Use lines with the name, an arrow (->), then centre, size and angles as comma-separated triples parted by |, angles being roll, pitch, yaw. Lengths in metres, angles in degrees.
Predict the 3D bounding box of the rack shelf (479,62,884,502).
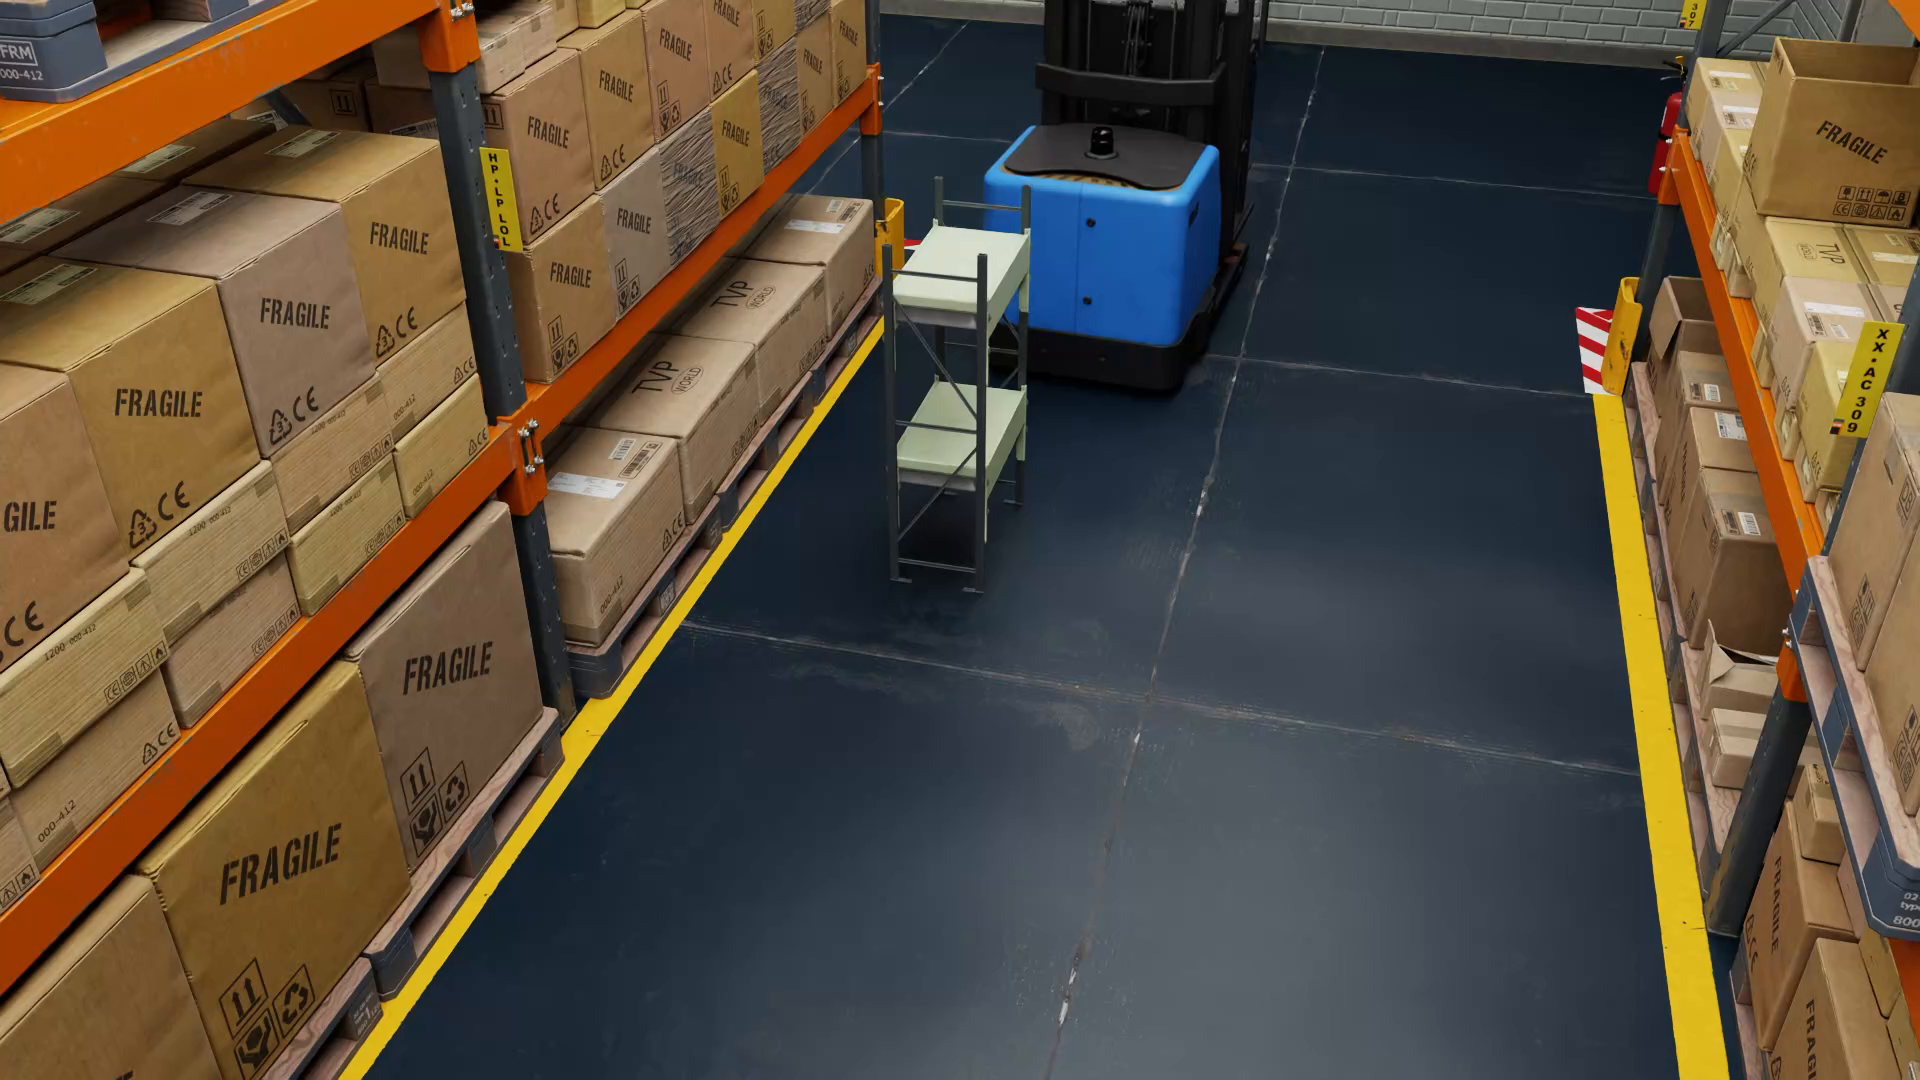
rack shelf -> -1.423, -1.385, 7.303 | 1.077, 0.370, 4.000 | 8, 33, 12

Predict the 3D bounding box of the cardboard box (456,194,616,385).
cardboard box -> -1.559, -0.901, 5.778 | 0.500, 0.500, 0.500 | 9, 34, 14

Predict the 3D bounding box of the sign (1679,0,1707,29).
sign -> 3.361, -2.492, 7.567 | 0.100, 0.325, 0.005 | 8, 33, 12

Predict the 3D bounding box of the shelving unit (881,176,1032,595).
shelving unit -> -0.002, -0.629, 6.842 | 0.431, 1.500, 0.755 | 8, 33, 12

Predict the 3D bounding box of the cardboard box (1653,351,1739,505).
cardboard box -> 3.385, -0.432, 7.072 | 0.700, 0.500, 0.500 | 9, 34, 14

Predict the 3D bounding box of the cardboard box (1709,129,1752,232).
cardboard box -> 3.257, -1.391, 6.505 | 0.500, 0.250, 0.500 | 7, 33, 11

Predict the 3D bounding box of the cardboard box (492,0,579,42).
cardboard box -> -1.526, -1.791, 5.641 | 0.380, 0.149, 0.250 | 8, 33, 12

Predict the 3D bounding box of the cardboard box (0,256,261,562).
cardboard box -> -2.073, -0.319, 3.931 | 0.500, 0.500, 0.500 | 9, 34, 14

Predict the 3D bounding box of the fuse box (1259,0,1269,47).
fuse box -> 2.487, -4.750, 13.127 | 0.539, 1.711, 0.414 | 8, 33, 12

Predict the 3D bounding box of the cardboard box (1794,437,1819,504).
cardboard box -> 2.753, -0.209, 5.017 | 0.380, 0.149, 0.250 | 9, 34, 14

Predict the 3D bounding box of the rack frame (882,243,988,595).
rack frame -> -0.095, -0.440, 6.543 | 0.400, 1.500, 0.023 | 8, 33, 12

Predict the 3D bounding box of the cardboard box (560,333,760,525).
cardboard box -> -1.441, -0.523, 7.273 | 0.875, 0.438, 0.875 | 7, 33, 11

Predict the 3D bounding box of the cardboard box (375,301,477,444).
cardboard box -> -1.808, -0.537, 4.972 | 0.500, 0.250, 0.500 | 8, 33, 12

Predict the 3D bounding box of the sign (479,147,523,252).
sign -> -1.404, -1.037, 5.080 | 0.100, 0.325, 0.005 | 8, 33, 12

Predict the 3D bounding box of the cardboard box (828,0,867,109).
cardboard box -> -0.782, -2.482, 8.266 | 0.500, 0.500, 0.500 | 8, 33, 13

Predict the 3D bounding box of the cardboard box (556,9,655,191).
cardboard box -> -1.442, -1.590, 5.930 | 0.500, 0.500, 0.500 | 8, 33, 12

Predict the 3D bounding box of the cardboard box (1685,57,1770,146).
cardboard box -> 3.511, -1.916, 7.331 | 0.500, 0.250, 0.500 | 8, 33, 13

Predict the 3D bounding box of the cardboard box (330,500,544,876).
cardboard box -> -2.011, 0.401, 5.412 | 0.875, 0.875, 0.875 | 9, 34, 14

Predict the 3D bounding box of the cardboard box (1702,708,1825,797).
cardboard box -> 2.728, 0.720, 5.588 | 0.380, 0.149, 0.250 | 7, 33, 11

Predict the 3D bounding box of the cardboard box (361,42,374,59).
cardboard box -> -1.989, -1.714, 5.520 | 0.380, 0.149, 0.250 | 9, 33, 14

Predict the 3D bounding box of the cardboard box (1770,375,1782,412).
cardboard box -> 2.888, -0.479, 5.442 | 0.380, 0.149, 0.250 | 9, 34, 14

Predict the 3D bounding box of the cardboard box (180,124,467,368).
cardboard box -> -1.801, -0.849, 4.764 | 0.500, 0.500, 0.500 | 9, 34, 14

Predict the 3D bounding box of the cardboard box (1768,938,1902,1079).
cardboard box -> 2.405, 1.399, 4.192 | 0.500, 0.500, 0.500 | 8, 33, 12

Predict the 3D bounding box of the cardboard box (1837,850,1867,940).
cardboard box -> 2.527, 0.931, 4.323 | 0.380, 0.149, 0.250 | 7, 33, 11

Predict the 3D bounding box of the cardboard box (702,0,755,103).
cardboard box -> -1.170, -2.116, 6.757 | 0.500, 0.500, 0.500 | 8, 33, 12

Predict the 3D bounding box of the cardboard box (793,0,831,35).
cardboard box -> -0.912, -2.633, 7.570 | 0.500, 0.500, 0.500 | 8, 33, 13

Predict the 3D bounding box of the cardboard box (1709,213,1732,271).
cardboard box -> 3.162, -1.152, 6.500 | 0.380, 0.149, 0.250 | 7, 33, 11

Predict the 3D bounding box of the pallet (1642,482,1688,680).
pallet -> 3.354, 0.209, 6.725 | 1.003, 0.211, 1.213 | 8, 33, 12

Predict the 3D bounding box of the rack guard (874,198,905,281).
rack guard -> -0.910, -1.684, 9.433 | 1.175, 0.500, 0.348 | 8, 33, 12

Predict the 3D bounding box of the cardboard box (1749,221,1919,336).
cardboard box -> 3.017, -0.856, 5.662 | 0.500, 0.250, 0.500 | 8, 33, 12

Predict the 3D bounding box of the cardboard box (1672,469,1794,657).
cardboard box -> 3.121, 0.107, 6.225 | 0.700, 0.500, 0.500 | 7, 33, 11

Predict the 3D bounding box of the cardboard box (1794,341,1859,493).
cardboard box -> 2.764, -0.337, 4.846 | 0.500, 0.250, 0.500 | 9, 33, 14

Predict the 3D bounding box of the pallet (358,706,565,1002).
pallet -> -2.054, 0.937, 5.580 | 1.003, 0.211, 1.213 | 8, 33, 12

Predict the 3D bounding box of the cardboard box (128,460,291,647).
cardboard box -> -2.053, -0.007, 4.138 | 0.500, 0.250, 0.500 | 9, 33, 14

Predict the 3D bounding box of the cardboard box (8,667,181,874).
cardboard box -> -2.205, 0.472, 3.852 | 0.500, 0.250, 0.500 | 8, 33, 12

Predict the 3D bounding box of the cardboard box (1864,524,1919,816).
cardboard box -> 2.401, 0.293, 3.509 | 0.700, 0.500, 0.500 | 8, 33, 13

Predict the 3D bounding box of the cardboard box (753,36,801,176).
cardboard box -> -1.045, -1.956, 7.437 | 0.500, 0.500, 0.500 | 9, 34, 14

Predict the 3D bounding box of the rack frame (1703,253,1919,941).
rack frame -> 2.871, 0.023, 4.418 | 1.000, 3.000, 0.127 | 8, 33, 12

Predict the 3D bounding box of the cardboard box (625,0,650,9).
cardboard box -> -1.308, -2.045, 6.041 | 0.380, 0.149, 0.250 | 7, 33, 11

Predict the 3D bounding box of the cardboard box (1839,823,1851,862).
cardboard box -> 2.503, 0.793, 4.264 | 0.380, 0.149, 0.250 | 6, 33, 10

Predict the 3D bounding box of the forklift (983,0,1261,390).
forklift -> 1.053, -2.767, 8.871 | 1.130, 2.935, 3.031 | 10, 34, 16

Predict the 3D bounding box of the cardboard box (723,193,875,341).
cardboard box -> -0.987, -1.466, 8.757 | 0.875, 0.438, 0.875 | 7, 33, 11

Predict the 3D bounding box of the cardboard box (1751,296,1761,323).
cardboard box -> 3.117, -0.869, 6.055 | 0.380, 0.149, 0.250 | 8, 33, 12

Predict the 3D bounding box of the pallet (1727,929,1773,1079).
pallet -> 2.701, 1.627, 4.494 | 1.003, 0.211, 1.213 | 8, 33, 12

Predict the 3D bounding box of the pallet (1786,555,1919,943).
pallet -> 2.563, 0.504, 3.840 | 1.003, 0.211, 1.213 | 8, 33, 12

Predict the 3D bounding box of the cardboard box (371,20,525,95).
cardboard box -> -1.600, -1.517, 5.211 | 0.380, 0.149, 0.250 | 8, 33, 12

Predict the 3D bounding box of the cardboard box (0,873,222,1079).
cardboard box -> -2.460, 1.335, 3.943 | 0.875, 0.875, 0.875 | 8, 33, 13

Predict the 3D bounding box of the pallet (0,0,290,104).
pallet -> -2.116, -1.353, 3.965 | 0.805, 0.209, 1.217 | 7, 33, 10

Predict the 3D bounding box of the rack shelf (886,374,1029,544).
rack shelf -> -0.002, -0.354, 7.017 | 0.431, 0.370, 0.720 | 8, 33, 12

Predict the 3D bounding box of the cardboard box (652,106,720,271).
cardboard box -> -1.295, -1.419, 6.592 | 0.500, 0.500, 0.500 | 8, 33, 13

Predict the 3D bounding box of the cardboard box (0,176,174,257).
cardboard box -> -2.423, -0.658, 4.464 | 0.500, 0.500, 0.500 | 8, 33, 12

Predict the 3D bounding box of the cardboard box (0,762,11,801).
cardboard box -> -2.308, 0.523, 3.305 | 0.500, 0.250, 0.500 | 8, 33, 12

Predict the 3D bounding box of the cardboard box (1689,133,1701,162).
cardboard box -> 3.537, -1.813, 7.541 | 0.380, 0.149, 0.250 | 8, 33, 12

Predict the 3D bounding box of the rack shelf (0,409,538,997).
rack shelf -> -2.439, 0.691, 4.038 | 1.077, 0.370, 4.000 | 8, 33, 12

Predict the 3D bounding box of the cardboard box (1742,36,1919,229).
cardboard box -> 3.130, -1.454, 5.905 | 0.500, 0.500, 0.500 | 9, 34, 14

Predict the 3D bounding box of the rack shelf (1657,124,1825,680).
rack shelf -> 3.379, -0.711, 6.243 | 1.077, 0.370, 4.000 | 8, 33, 12

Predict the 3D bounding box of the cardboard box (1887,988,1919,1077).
cardboard box -> 2.417, 1.210, 3.885 | 0.380, 0.149, 0.250 | 7, 33, 12

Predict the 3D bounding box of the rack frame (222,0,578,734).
rack frame -> -1.931, -0.651, 5.478 | 1.000, 3.000, 0.127 | 8, 33, 12

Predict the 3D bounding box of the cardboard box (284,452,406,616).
cardboard box -> -1.931, -0.056, 4.682 | 0.500, 0.250, 0.500 | 8, 33, 12

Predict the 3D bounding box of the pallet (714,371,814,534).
pallet -> -1.355, -0.493, 7.829 | 1.003, 0.211, 1.213 | 8, 33, 12
